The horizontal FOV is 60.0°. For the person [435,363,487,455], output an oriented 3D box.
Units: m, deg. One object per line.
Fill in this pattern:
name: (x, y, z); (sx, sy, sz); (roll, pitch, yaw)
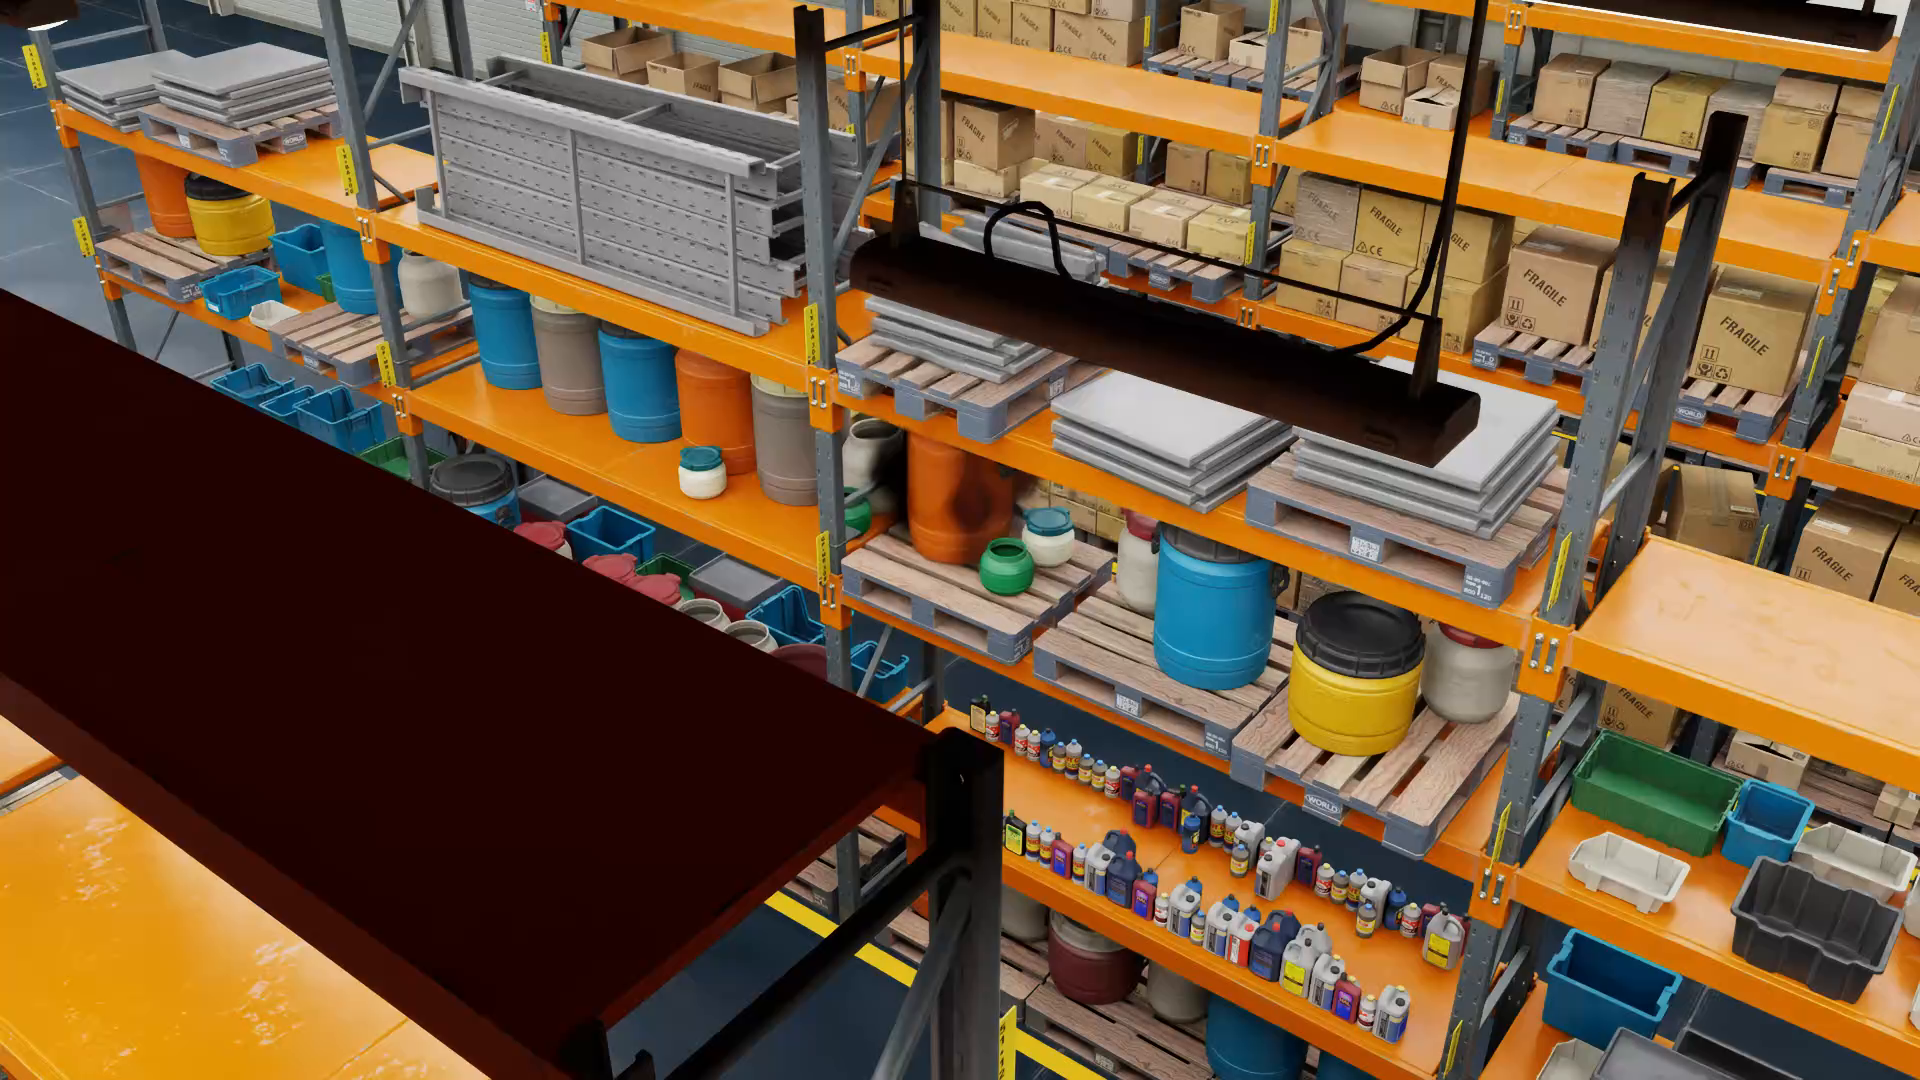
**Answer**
person: (-4.593, -1.070, 15.311); (0.604, 1.799, 0.465); (22, 38, 31)
